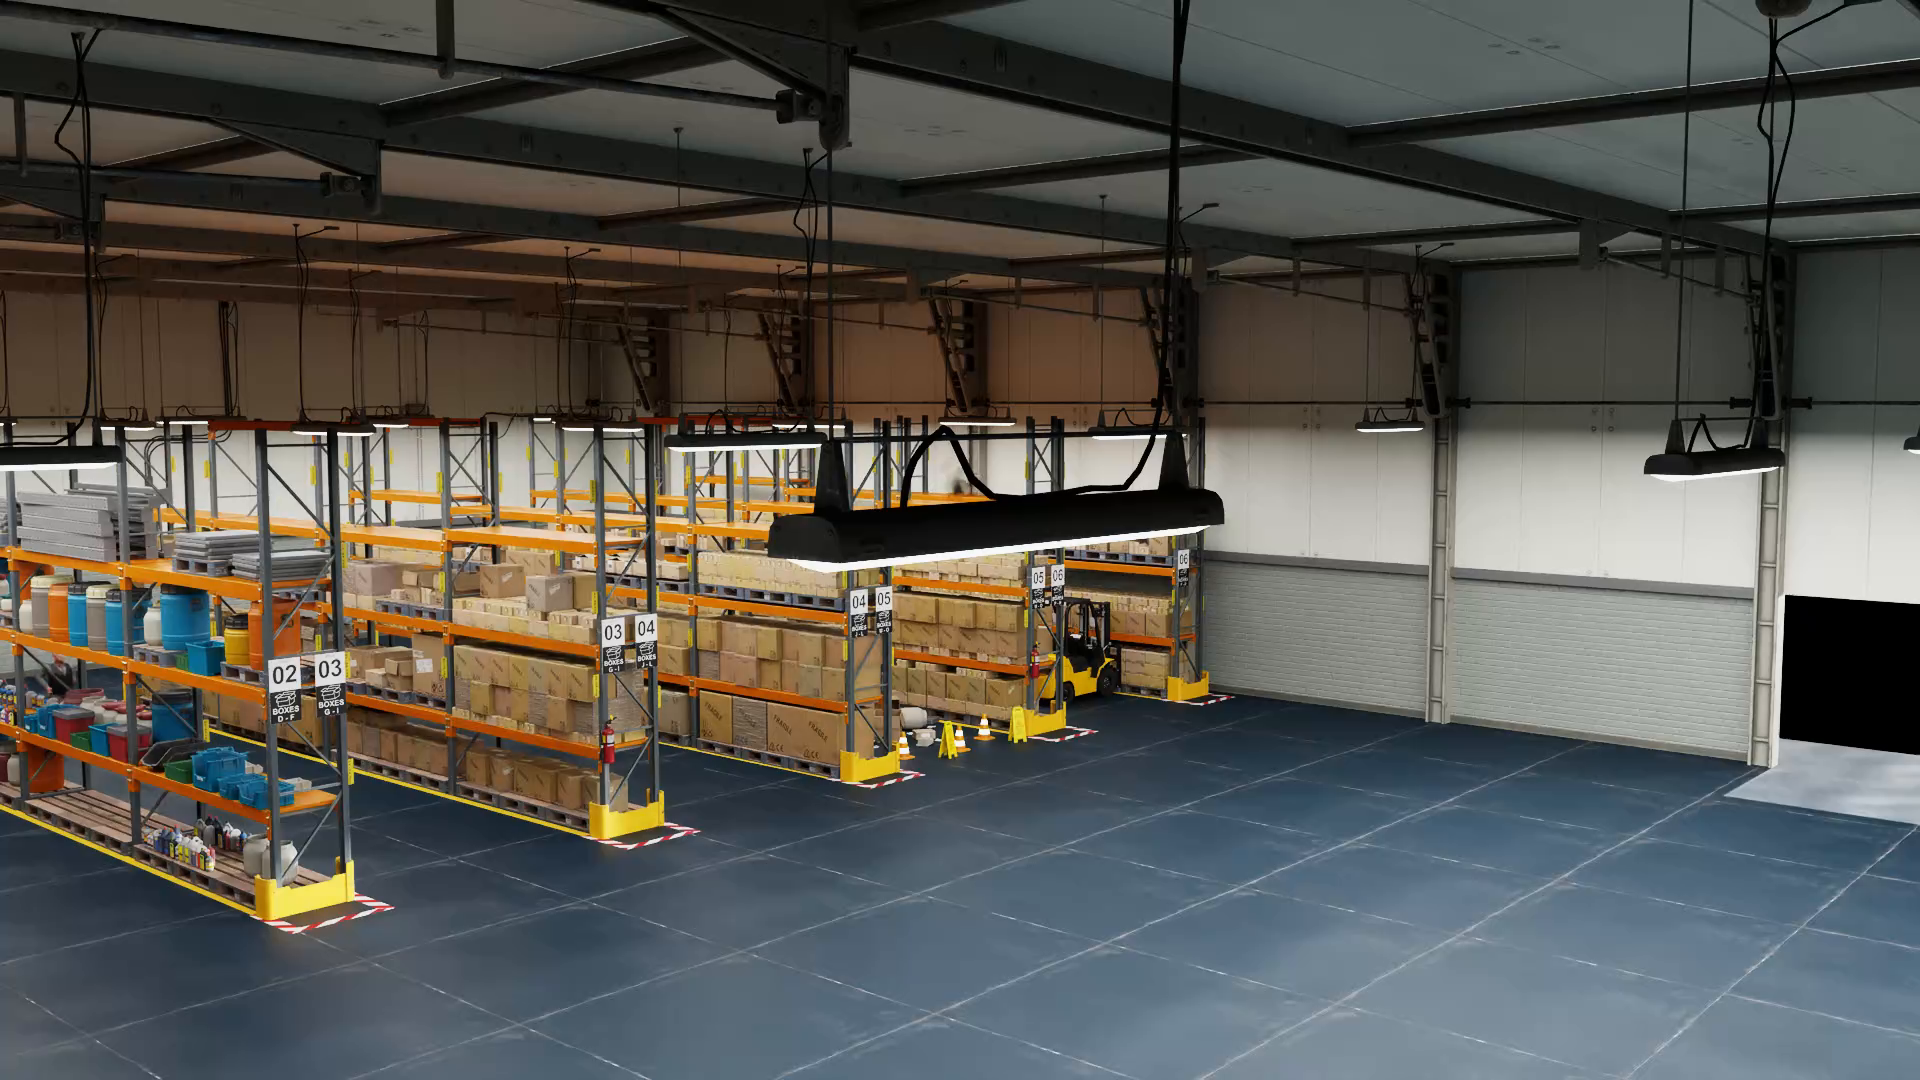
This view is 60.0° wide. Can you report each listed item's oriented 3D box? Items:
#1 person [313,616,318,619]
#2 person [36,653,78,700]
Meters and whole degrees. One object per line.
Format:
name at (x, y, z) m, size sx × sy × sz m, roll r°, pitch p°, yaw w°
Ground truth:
person at (-14.309, 2.487, 36.866) m, size 0.621 × 1.631 × 0.759 m, roll -2°, pitch 5°, yaw -25°
person at (-16.762, 2.908, 30.968) m, size 0.928 × 1.725 × 0.663 m, roll 3°, pitch 5°, yaw 29°
